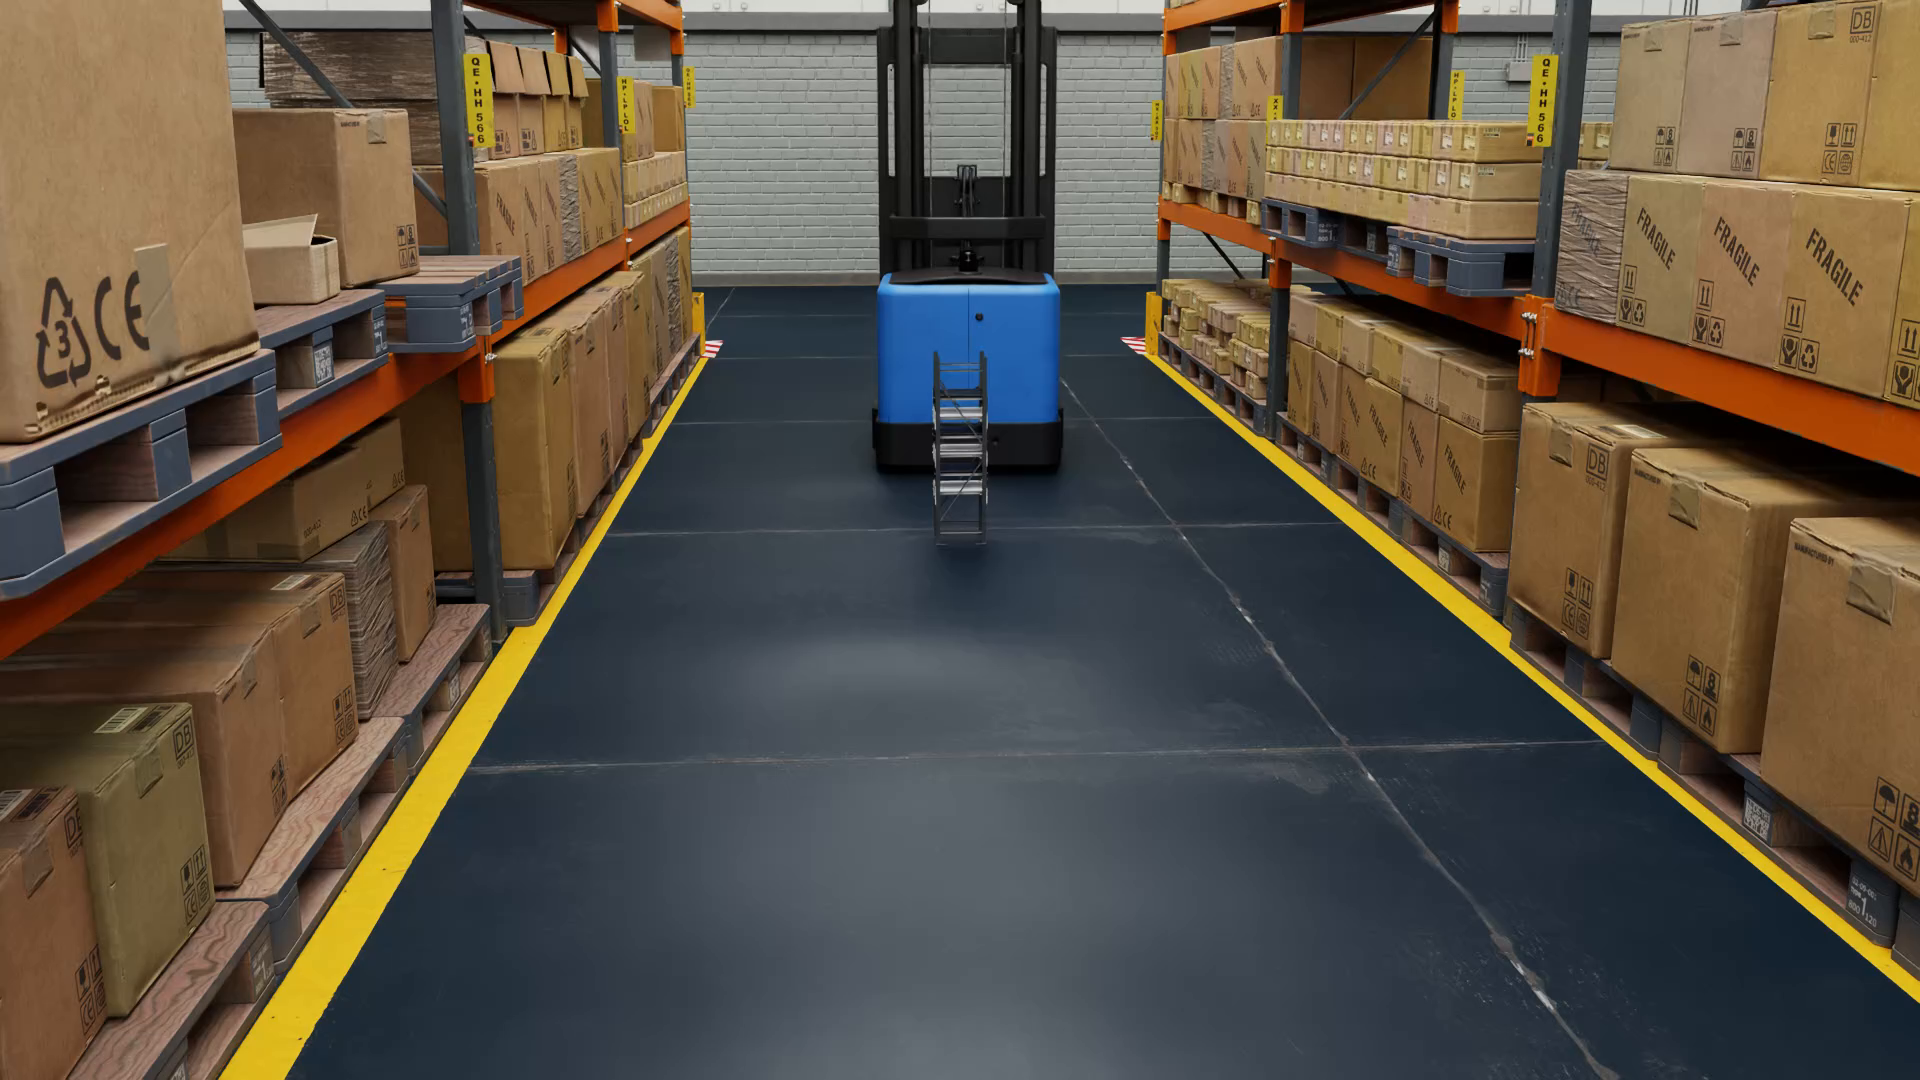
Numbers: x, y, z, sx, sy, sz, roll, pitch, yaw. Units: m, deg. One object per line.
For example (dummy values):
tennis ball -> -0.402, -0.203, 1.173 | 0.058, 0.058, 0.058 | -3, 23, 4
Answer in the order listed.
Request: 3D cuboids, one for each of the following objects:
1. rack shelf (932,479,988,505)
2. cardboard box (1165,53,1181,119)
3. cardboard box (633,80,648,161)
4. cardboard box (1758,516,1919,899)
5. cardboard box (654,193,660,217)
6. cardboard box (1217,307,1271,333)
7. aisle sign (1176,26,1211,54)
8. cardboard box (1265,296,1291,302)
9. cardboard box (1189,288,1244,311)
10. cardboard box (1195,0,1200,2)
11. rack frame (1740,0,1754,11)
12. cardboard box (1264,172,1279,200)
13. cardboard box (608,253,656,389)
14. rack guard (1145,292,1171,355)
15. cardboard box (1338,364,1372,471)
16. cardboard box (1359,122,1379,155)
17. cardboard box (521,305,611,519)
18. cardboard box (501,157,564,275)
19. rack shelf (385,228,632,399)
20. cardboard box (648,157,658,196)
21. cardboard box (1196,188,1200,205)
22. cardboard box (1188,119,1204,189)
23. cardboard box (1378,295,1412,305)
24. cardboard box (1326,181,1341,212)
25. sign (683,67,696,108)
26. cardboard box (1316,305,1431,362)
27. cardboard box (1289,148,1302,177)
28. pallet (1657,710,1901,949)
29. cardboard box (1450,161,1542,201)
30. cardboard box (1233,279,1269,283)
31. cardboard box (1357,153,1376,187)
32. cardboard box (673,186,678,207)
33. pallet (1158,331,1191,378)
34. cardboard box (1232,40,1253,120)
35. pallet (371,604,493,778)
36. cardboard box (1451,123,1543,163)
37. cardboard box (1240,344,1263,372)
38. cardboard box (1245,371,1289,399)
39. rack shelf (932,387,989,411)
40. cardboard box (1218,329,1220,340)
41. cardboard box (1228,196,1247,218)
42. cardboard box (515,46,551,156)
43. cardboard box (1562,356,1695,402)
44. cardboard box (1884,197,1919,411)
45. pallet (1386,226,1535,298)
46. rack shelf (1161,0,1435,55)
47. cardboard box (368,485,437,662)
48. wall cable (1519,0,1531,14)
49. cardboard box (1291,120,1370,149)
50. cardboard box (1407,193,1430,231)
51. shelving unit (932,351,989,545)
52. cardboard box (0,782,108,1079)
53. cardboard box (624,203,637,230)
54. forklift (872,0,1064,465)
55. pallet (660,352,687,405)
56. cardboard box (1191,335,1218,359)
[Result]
rack shelf -> 0.000, -0.231, 7.975 | 0.258, 0.077, 0.200 | -1, 14, -3
cardboard box -> 1.949, -3.650, 13.390 | 0.500, 0.500, 0.500 | -1, 14, -4
cardboard box -> -2.320, -2.723, 10.791 | 0.500, 0.500, 0.500 | -1, 14, -3
cardboard box -> 2.746, 0.388, 4.170 | 1.050, 0.750, 0.750 | -1, 14, -3
cardboard box -> -2.290, -2.323, 11.538 | 0.380, 0.149, 0.250 | -1, 14, -3
cardboard box -> 2.027, -1.546, 11.701 | 0.380, 0.149, 0.250 | -2, 15, -6
aisle sign -> 1.882, -4.362, 13.743 | 0.394, 0.787, 0.004 | -1, 14, -3
cardboard box -> 2.504, -1.748, 12.485 | 0.380, 0.149, 0.250 | -1, 14, -5
cardboard box -> 2.003, -1.873, 12.971 | 0.380, 0.149, 0.250 | -2, 15, -6
cardboard box -> 2.032, -4.095, 12.203 | 0.500, 0.250, 0.500 | -1, 14, -5
rack frame -> 7.121, -3.191, 14.409 | 1.000, 3.000, 0.127 | -1, 14, -3
cardboard box -> 1.999, -2.071, 9.718 | 0.380, 0.149, 0.250 | -2, 15, -6
cardboard box -> -2.484, -1.383, 10.803 | 0.875, 0.875, 0.875 | -1, 14, -3
rack guard -> 2.191, -1.860, 14.252 | 1.175, 0.500, 0.348 | -1, 14, -3
cardboard box -> 2.296, -0.638, 8.660 | 0.500, 0.500, 0.500 | -1, 14, -2
cardboard box -> 2.116, -1.906, 7.882 | 0.380, 0.149, 0.250 | 0, 14, -1
cardboard box -> -2.344, -0.617, 7.824 | 1.225, 0.875, 0.875 | -1, 14, -3
cardboard box -> -2.103, -1.477, 7.548 | 0.500, 0.500, 0.500 | -1, 14, -4
rack shelf -> -2.399, -1.197, 8.104 | 1.077, 0.370, 4.000 | -1, 14, -3
cardboard box -> -2.354, -2.488, 11.381 | 0.500, 0.250, 0.500 | -1, 14, -2
cardboard box -> 2.052, -2.689, 12.963 | 0.380, 0.149, 0.250 | 0, 14, -1
cardboard box -> 2.015, -2.911, 12.524 | 0.500, 0.500, 0.500 | -1, 14, -3
cardboard box -> 2.733, -1.269, 9.609 | 0.500, 0.250, 0.500 | -1, 14, -5
cardboard box -> 2.086, -1.747, 8.456 | 0.380, 0.149, 0.250 | -1, 14, -4
sign -> -2.228, -3.718, 13.659 | 0.100, 0.325, 0.005 | -1, 14, -3
cardboard box -> 2.252, -1.130, 9.069 | 0.500, 0.250, 0.500 | 0, 14, -2
cardboard box -> 2.034, -2.087, 9.181 | 0.380, 0.149, 0.250 | -1, 14, -2
pallet -> 2.728, 0.751, 4.686 | 1.003, 0.211, 1.213 | -1, 14, -3
cardboard box -> 2.197, -1.441, 6.673 | 0.380, 0.149, 0.250 | -1, 14, -2
cardboard box -> 2.472, -2.073, 13.746 | 0.380, 0.149, 0.250 | -1, 14, -3
cardboard box -> 2.115, -1.762, 7.920 | 0.380, 0.149, 0.250 | -1, 14, -2
cardboard box -> -2.373, -2.643, 12.785 | 0.380, 0.149, 0.250 | -1, 14, -2
pallet -> 2.206, -1.518, 13.501 | 1.003, 0.211, 1.213 | -1, 14, -3
cardboard box -> 2.098, -3.013, 10.911 | 0.500, 0.500, 0.500 | -1, 14, -5
pallet -> -2.228, 0.496, 5.673 | 1.003, 0.211, 1.213 | -1, 14, -3
cardboard box -> 2.194, -1.585, 6.632 | 0.380, 0.149, 0.250 | -1, 15, -6
cardboard box -> 2.068, -1.202, 10.960 | 0.380, 0.149, 0.250 | -2, 15, -6
cardboard box -> 2.070, -1.010, 10.809 | 0.380, 0.149, 0.250 | -1, 14, -3
rack shelf -> 0.000, -0.667, 7.863 | 0.258, 0.077, 0.200 | -1, 14, -3
cardboard box -> 2.110, -1.529, 12.232 | 0.380, 0.149, 0.250 | 0, 14, -1
cardboard box -> 2.063, -2.302, 11.457 | 0.380, 0.149, 0.250 | -2, 15, -6
cardboard box -> -2.390, -2.094, 7.930 | 0.797, 0.503, 0.637 | 0, 14, -2
cardboard box -> 2.881, -0.631, 7.128 | 0.500, 0.250, 0.500 | -2, 15, -6
cardboard box -> 2.568, -0.530, 3.868 | 0.500, 0.500, 0.500 | -1, 14, -3
pallet -> 2.531, -1.183, 6.988 | 1.213, 0.211, 1.003 | -1, 14, -3
rack shelf -> 2.310, -3.696, 11.797 | 1.077, 0.370, 4.000 | -1, 14, -3
cardboard box -> -2.213, 0.115, 5.692 | 0.700, 0.500, 0.500 | -2, 15, -6
wall cable -> 6.487, -7.507, 19.143 | 0.463, 3.000, 0.029 | -1, 14, -3
cardboard box -> 2.036, -2.226, 9.127 | 0.380, 0.149, 0.250 | -1, 14, -3
cardboard box -> 2.163, -1.423, 7.198 | 0.380, 0.149, 0.250 | -1, 14, -2
shelving unit -> 0.000, -0.438, 7.922 | 0.258, 0.900, 0.210 | -1, 14, -3
cardboard box -> -2.044, 0.791, 3.066 | 0.700, 0.500, 0.500 | -2, 15, -8
cardboard box -> -2.209, -2.000, 10.285 | 0.380, 0.149, 0.250 | -1, 14, -3
forklift -> 0.040, -2.148, 10.493 | 1.130, 2.935, 3.031 | 0, 14, 0
pallet -> -2.570, -1.187, 12.217 | 1.003, 0.211, 1.213 | -1, 14, -3
cardboard box -> 1.965, -1.461, 12.563 | 0.380, 0.149, 0.250 | -2, 15, -6
